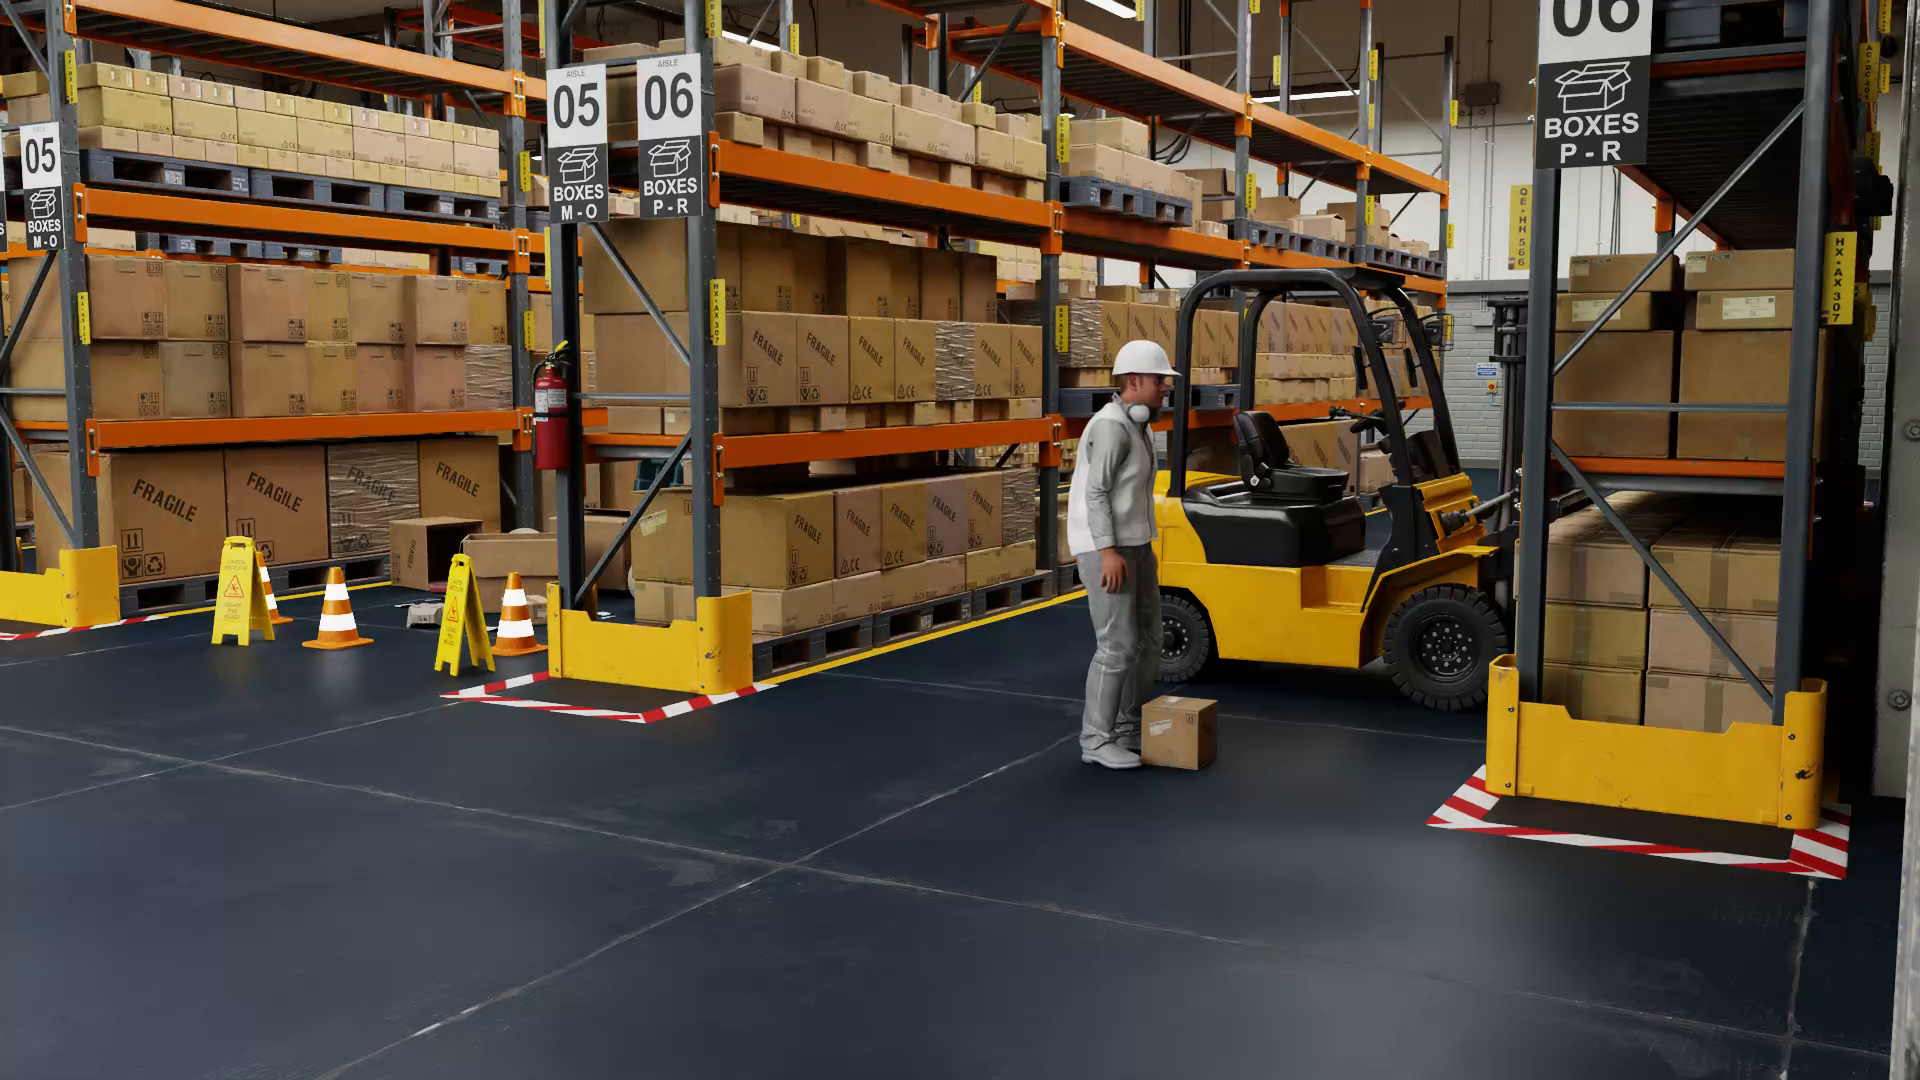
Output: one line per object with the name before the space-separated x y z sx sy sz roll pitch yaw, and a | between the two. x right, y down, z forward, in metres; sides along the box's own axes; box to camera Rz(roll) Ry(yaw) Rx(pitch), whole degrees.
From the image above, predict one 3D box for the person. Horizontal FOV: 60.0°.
person | 0.703 0.042 7.070 0.476 1.770 0.591 3 6 25
